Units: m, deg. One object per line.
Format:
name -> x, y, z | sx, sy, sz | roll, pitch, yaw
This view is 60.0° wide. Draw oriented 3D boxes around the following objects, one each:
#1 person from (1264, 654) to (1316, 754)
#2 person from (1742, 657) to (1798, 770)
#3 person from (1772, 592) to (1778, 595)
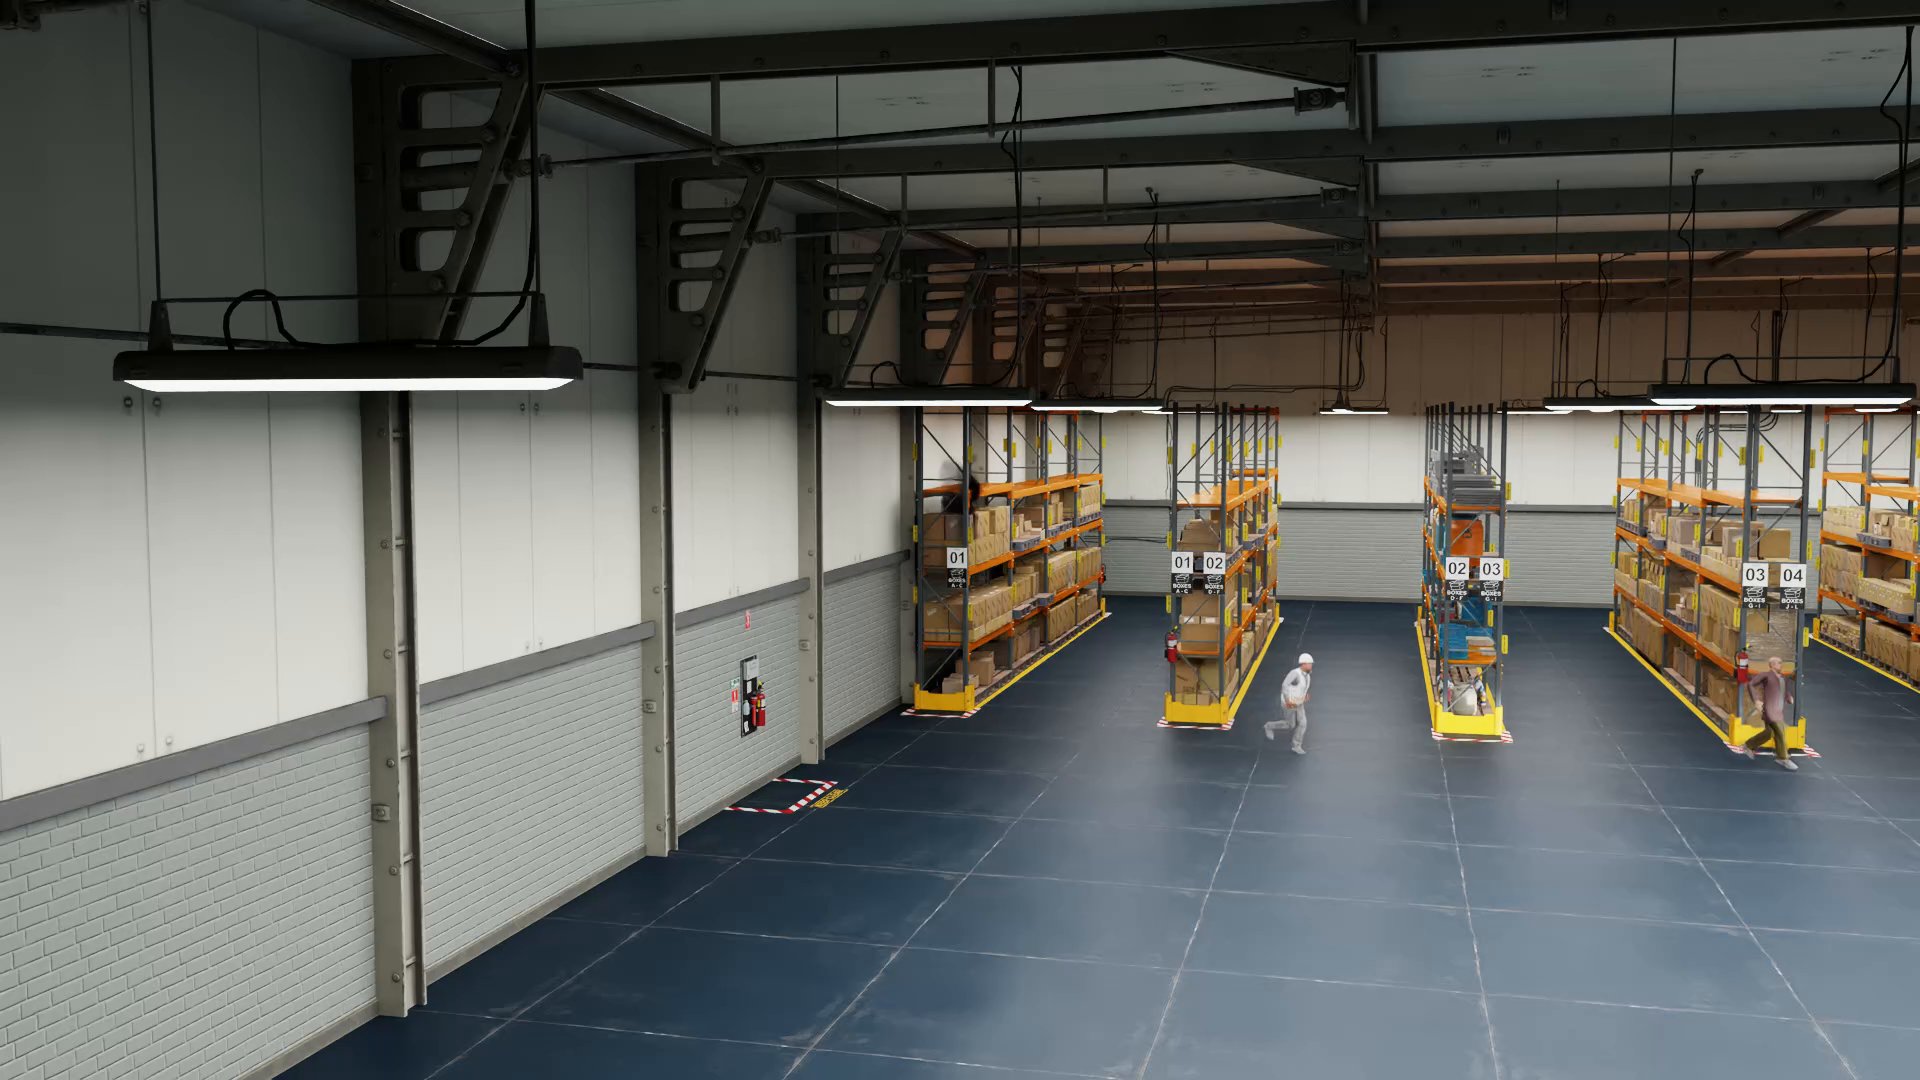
person -> 5.661, 2.788, 28.524 | 0.920, 1.736, 0.660 | 3, 5, 35
person -> 13.431, 2.812, 27.402 | 0.715, 1.768, 1.021 | -2, 5, -30
person -> 21.009, 1.726, 43.495 | 0.503, 1.614, 0.648 | -3, 5, -35
